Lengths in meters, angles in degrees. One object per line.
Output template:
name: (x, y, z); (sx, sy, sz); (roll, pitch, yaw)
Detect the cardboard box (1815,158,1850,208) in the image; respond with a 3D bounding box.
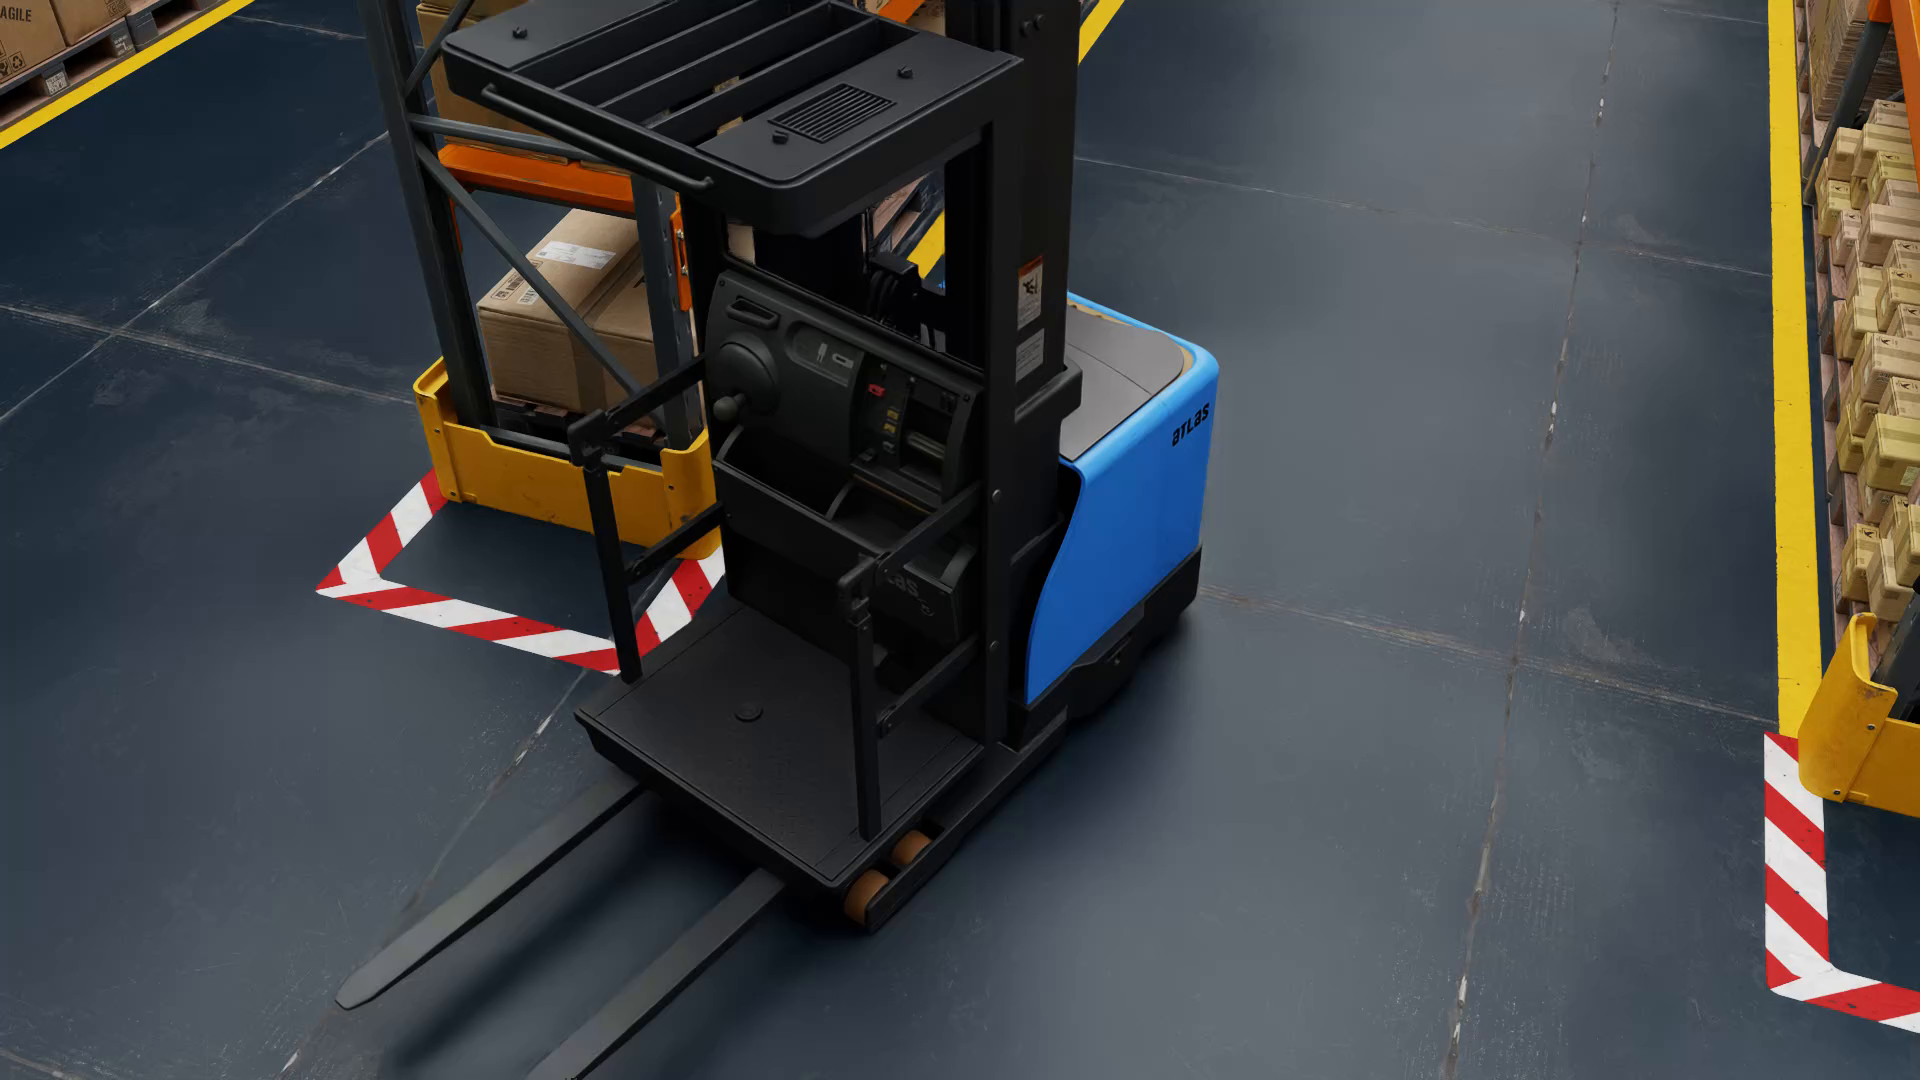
cardboard box: (4.204, -1.629, 7.721); (0.380, 0.149, 0.250); (12, 42, 13)

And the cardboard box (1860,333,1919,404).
cardboard box: (3.502, -0.592, 6.047); (0.380, 0.149, 0.250); (15, 43, 17)

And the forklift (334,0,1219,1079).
forklift: (-0.473, -0.343, 4.394); (1.130, 2.935, 3.031); (28, 48, 29)

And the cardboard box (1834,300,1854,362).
cardboard box: (3.798, -0.828, 6.783); (0.380, 0.149, 0.250); (12, 42, 14)

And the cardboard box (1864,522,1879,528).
cardboard box: (3.410, -0.028, 5.845); (0.380, 0.149, 0.250); (13, 42, 15)

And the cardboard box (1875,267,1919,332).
cardboard box: (3.759, -0.894, 6.402); (0.380, 0.149, 0.250); (13, 42, 15)

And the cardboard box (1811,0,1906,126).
cardboard box: (4.646, -2.420, 8.378); (0.500, 0.500, 0.500); (13, 42, 14)

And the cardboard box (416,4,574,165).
cardboard box: (-1.508, -1.693, 5.846); (0.500, 0.500, 0.500); (14, 42, 15)

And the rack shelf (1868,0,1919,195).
rack shelf: (3.946, -1.211, 5.912); (1.077, 0.370, 4.000); (13, 42, 15)

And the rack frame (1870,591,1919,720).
rack frame: (3.262, -0.265, 4.249); (1.000, 3.000, 0.127); (13, 42, 15)

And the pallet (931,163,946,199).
pallet: (-0.390, -2.234, 8.706); (1.003, 0.211, 1.213); (13, 42, 15)

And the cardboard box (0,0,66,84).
cardboard box: (-5.188, -2.775, 8.794); (0.500, 0.500, 0.500); (14, 42, 16)

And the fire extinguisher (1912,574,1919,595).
fire extinguisher: (2.742, -0.042, 4.335); (0.296, 0.674, 0.183); (13, 42, 15)

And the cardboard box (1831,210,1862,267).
cardboard box: (4.076, -1.303, 7.339); (0.380, 0.149, 0.250); (13, 42, 15)

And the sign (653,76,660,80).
sign: (-0.905, -1.534, 5.009); (0.100, 0.325, 0.005); (13, 42, 15)

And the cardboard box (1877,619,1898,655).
cardboard box: (3.246, 0.293, 5.469); (0.380, 0.149, 0.250); (14, 42, 16)

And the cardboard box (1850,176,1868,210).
cardboard box: (4.203, -1.568, 7.421); (0.380, 0.149, 0.250); (14, 42, 15)

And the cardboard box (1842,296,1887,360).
cardboard box: (3.689, -0.801, 6.521); (0.380, 0.149, 0.250); (14, 42, 16)

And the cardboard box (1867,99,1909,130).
cardboard box: (4.317, -1.842, 7.512); (0.380, 0.149, 0.250); (15, 43, 17)

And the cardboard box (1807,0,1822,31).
cardboard box: (5.002, -3.045, 9.110); (0.500, 0.500, 0.500); (12, 42, 14)

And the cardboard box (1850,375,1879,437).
cardboard box: (3.515, -0.474, 6.139); (0.380, 0.149, 0.250); (14, 42, 16)

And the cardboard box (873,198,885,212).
cardboard box: (-0.677, -2.021, 7.958); (0.875, 0.438, 0.875); (12, 42, 14)

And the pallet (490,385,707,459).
pallet: (-1.224, -0.746, 6.962); (1.003, 0.211, 1.213); (13, 42, 15)

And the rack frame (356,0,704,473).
rack frame: (-1.424, -1.302, 5.464); (1.000, 3.000, 0.127); (13, 42, 15)

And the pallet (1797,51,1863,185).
pallet: (4.895, -2.119, 8.571); (1.003, 0.211, 1.213); (13, 42, 15)

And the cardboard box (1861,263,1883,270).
cardboard box: (3.942, -1.085, 6.855); (0.380, 0.149, 0.250); (15, 43, 17)

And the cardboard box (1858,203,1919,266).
cardboard box: (3.896, -1.220, 6.784); (0.380, 0.149, 0.250); (14, 42, 16)

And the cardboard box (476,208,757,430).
cardboard box: (-1.292, -0.911, 6.658); (0.875, 0.438, 0.875); (12, 42, 14)

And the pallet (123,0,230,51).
pallet: (-4.958, -3.361, 10.027); (1.003, 0.211, 1.213); (13, 42, 15)

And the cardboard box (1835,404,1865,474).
cardboard box: (3.511, -0.351, 6.224); (0.380, 0.149, 0.250); (12, 42, 13)

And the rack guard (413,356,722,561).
rack guard: (-1.432, -0.336, 6.259); (1.175, 0.500, 0.348); (13, 42, 15)

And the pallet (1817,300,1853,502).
pallet: (4.018, -0.479, 6.649); (1.003, 0.211, 1.213); (13, 42, 15)

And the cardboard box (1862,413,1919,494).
cardboard box: (3.314, -0.272, 5.672); (0.380, 0.149, 0.250); (12, 42, 14)

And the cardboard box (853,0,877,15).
cardboard box: (-0.652, -2.190, 6.428); (0.500, 0.500, 0.500); (13, 42, 15)

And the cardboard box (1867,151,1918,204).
cardboard box: (4.127, -1.522, 7.137); (0.380, 0.149, 0.250); (13, 42, 14)

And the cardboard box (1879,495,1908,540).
cardboard box: (3.314, 0.014, 5.566); (0.380, 0.149, 0.250); (12, 42, 14)

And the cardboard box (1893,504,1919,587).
cardboard box: (3.205, 0.055, 5.289); (0.380, 0.149, 0.250); (14, 42, 16)
